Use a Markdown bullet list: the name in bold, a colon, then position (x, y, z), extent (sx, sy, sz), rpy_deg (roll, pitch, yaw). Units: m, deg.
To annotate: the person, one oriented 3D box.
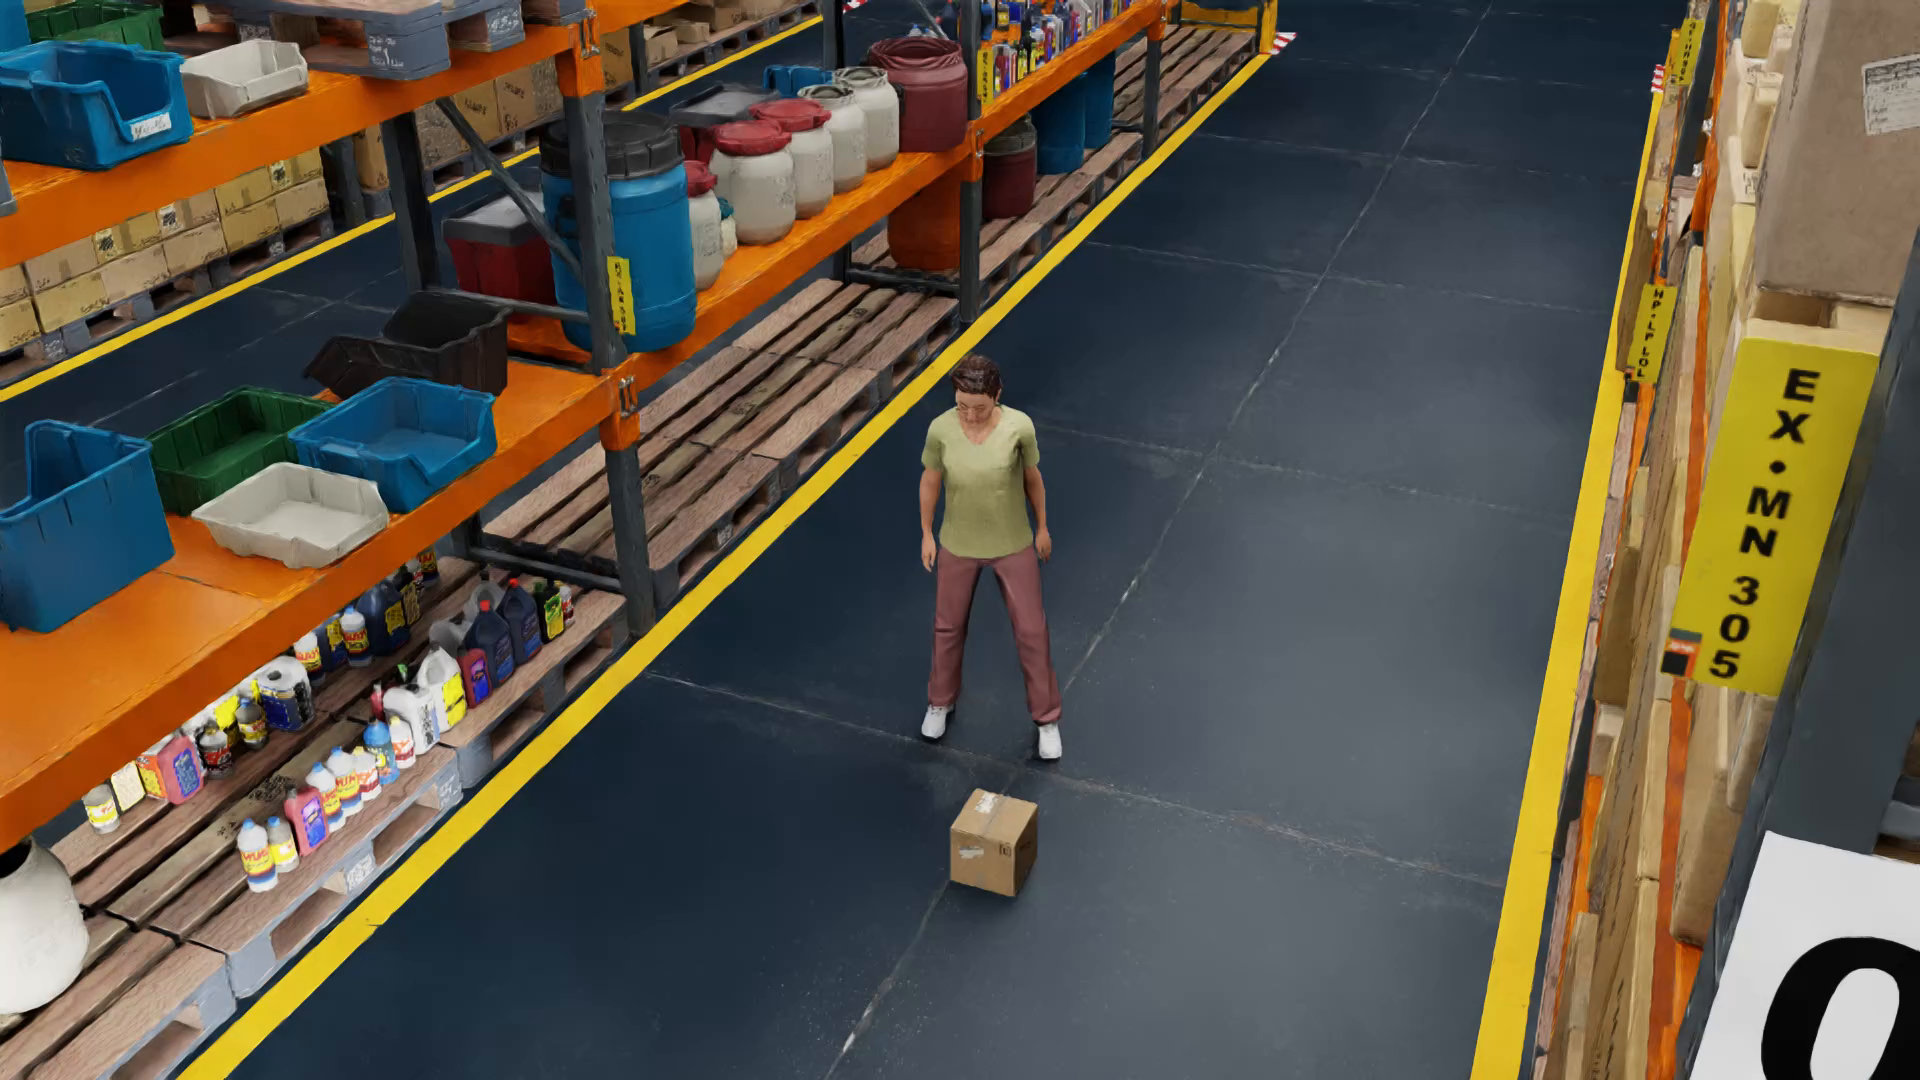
- **person**: position (0.130, 0.052, 6.496), extent (0.597, 1.674, 0.445), rpy_deg (2, 30, 4)
